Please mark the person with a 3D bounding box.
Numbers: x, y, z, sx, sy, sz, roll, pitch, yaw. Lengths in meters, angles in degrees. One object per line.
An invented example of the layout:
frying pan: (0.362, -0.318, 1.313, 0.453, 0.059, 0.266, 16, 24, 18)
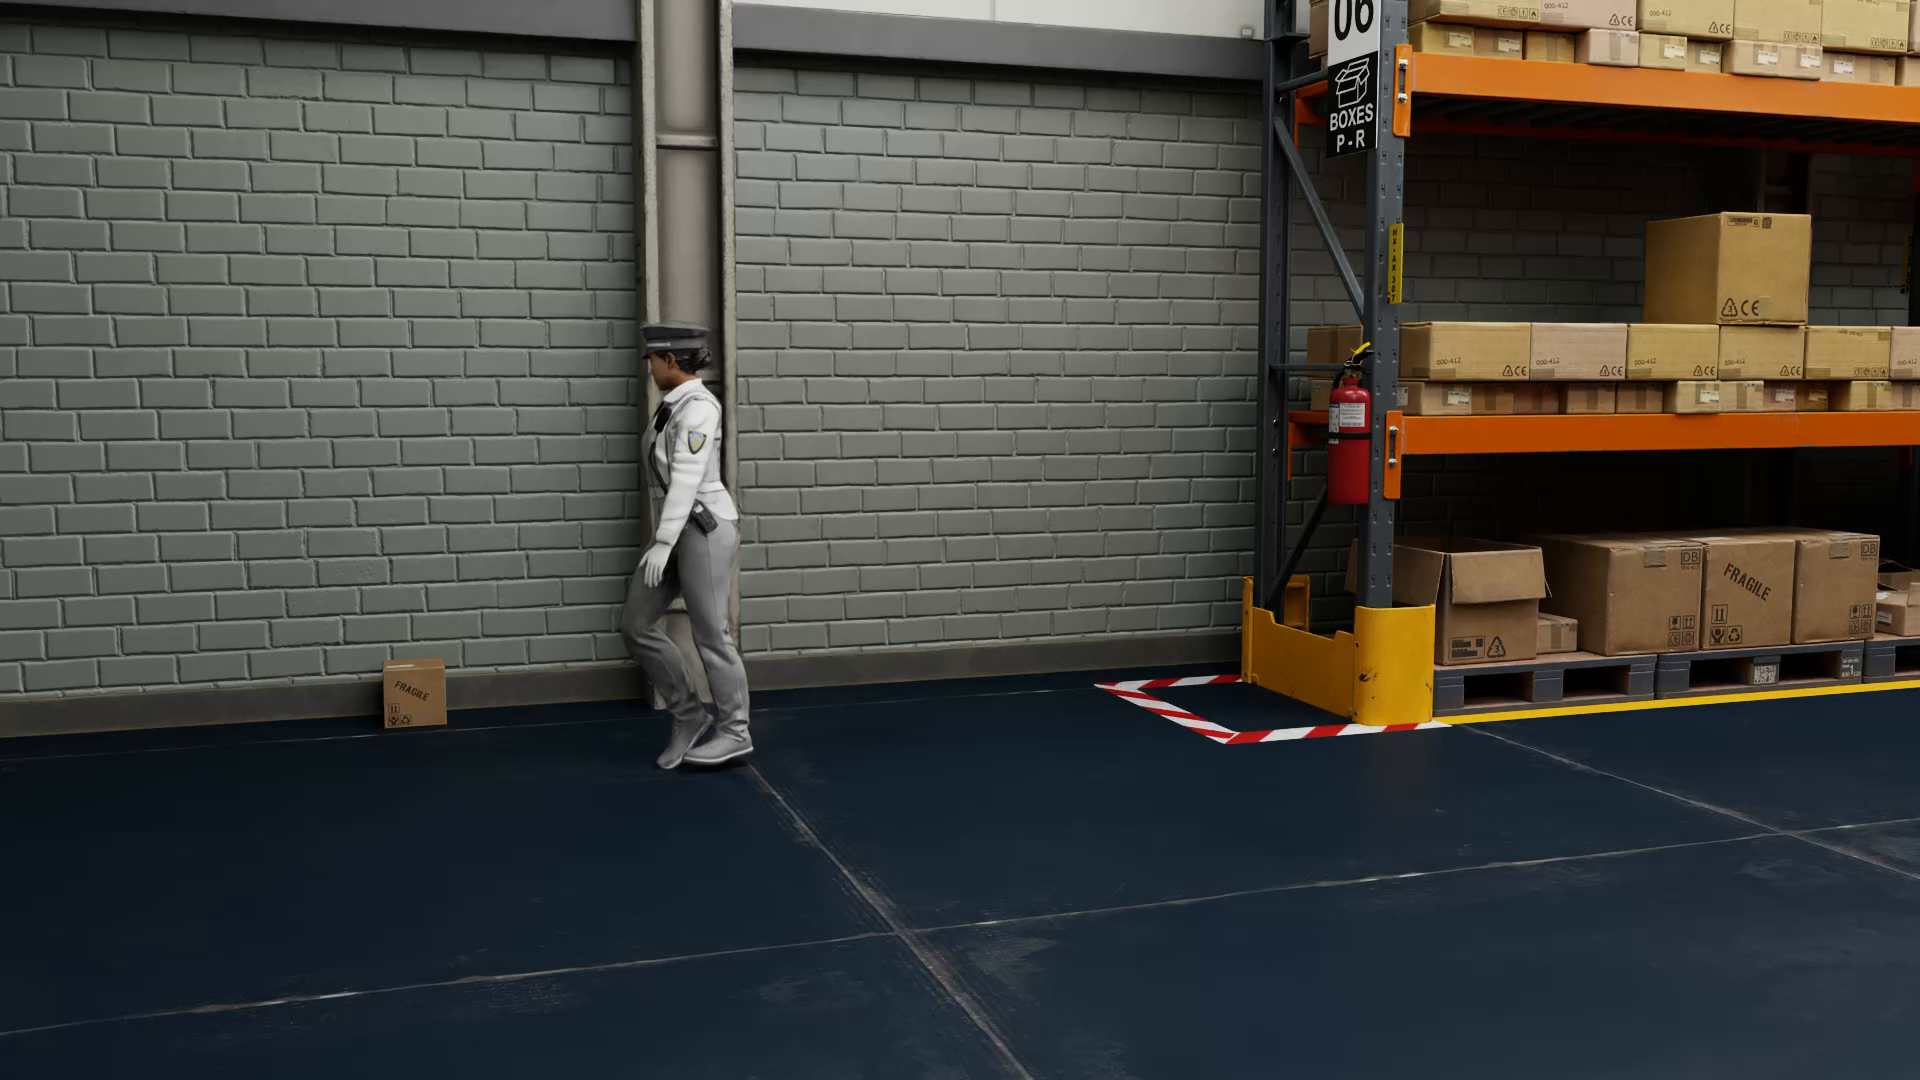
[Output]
person: (-1.036, 0.033, 6.228, 0.465, 1.702, 0.535, -3, 7, -27)
